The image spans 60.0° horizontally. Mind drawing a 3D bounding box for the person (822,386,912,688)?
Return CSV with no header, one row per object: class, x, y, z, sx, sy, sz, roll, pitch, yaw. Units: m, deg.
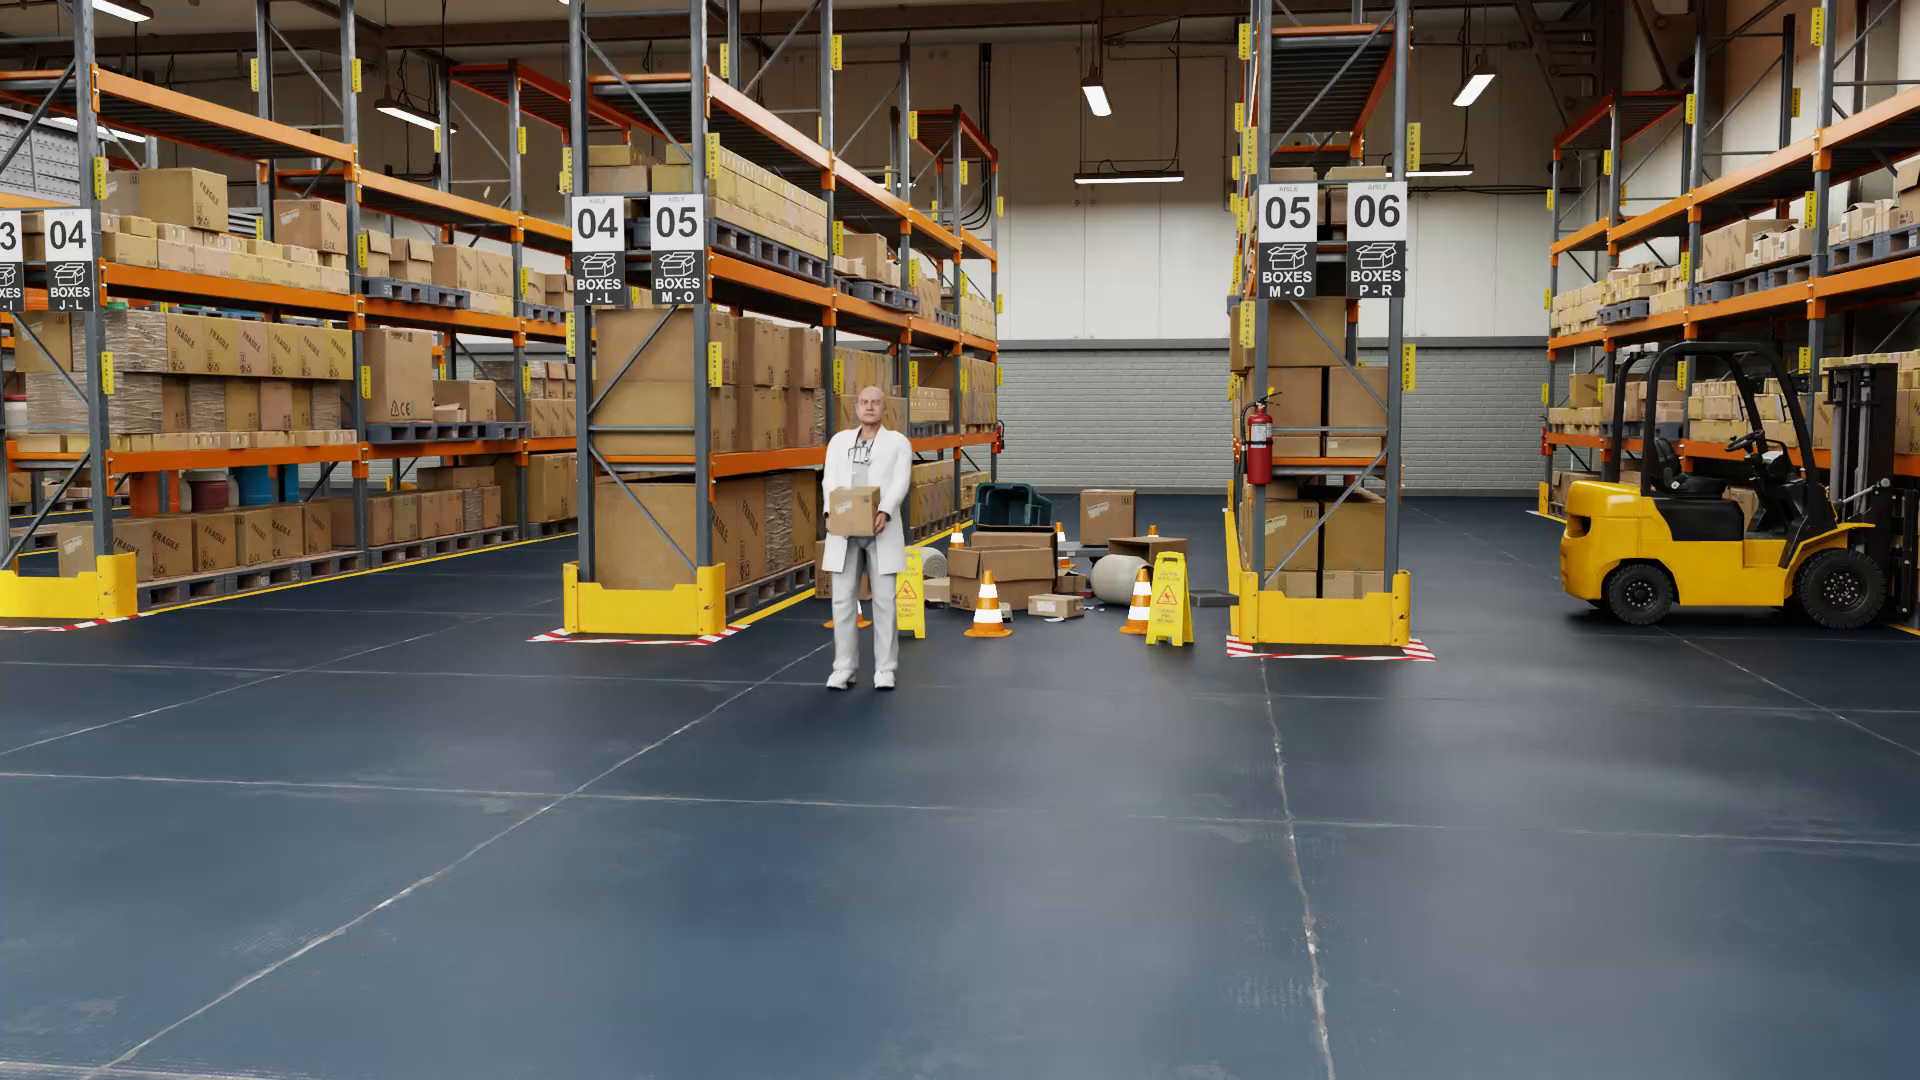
person,-0.566,-0.015,9.773,0.529,1.775,0.554,1,4,8
